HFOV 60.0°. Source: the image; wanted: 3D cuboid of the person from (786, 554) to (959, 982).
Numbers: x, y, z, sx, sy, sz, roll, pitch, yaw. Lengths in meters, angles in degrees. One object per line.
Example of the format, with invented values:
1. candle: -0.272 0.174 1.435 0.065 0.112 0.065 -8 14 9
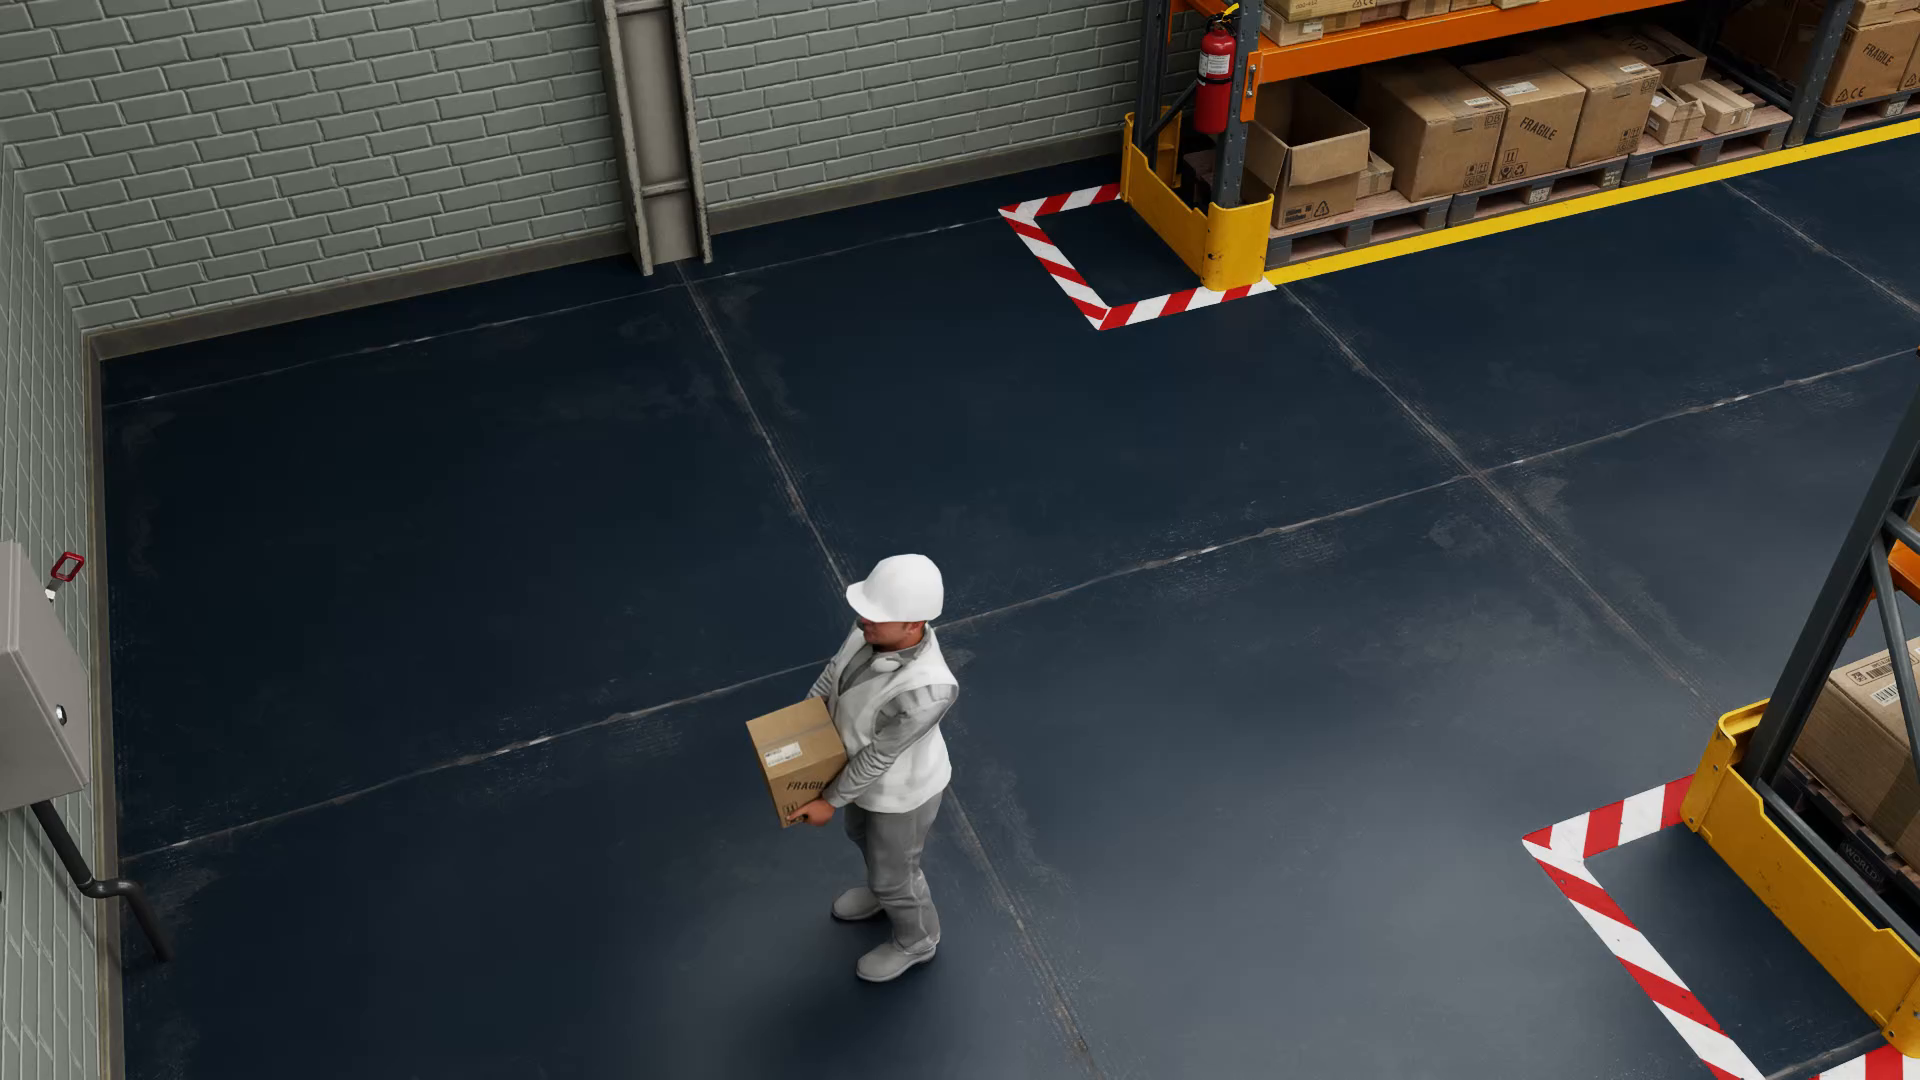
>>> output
1. person: -0.313 0.758 5.288 0.558 1.762 0.494 -14 43 -16
